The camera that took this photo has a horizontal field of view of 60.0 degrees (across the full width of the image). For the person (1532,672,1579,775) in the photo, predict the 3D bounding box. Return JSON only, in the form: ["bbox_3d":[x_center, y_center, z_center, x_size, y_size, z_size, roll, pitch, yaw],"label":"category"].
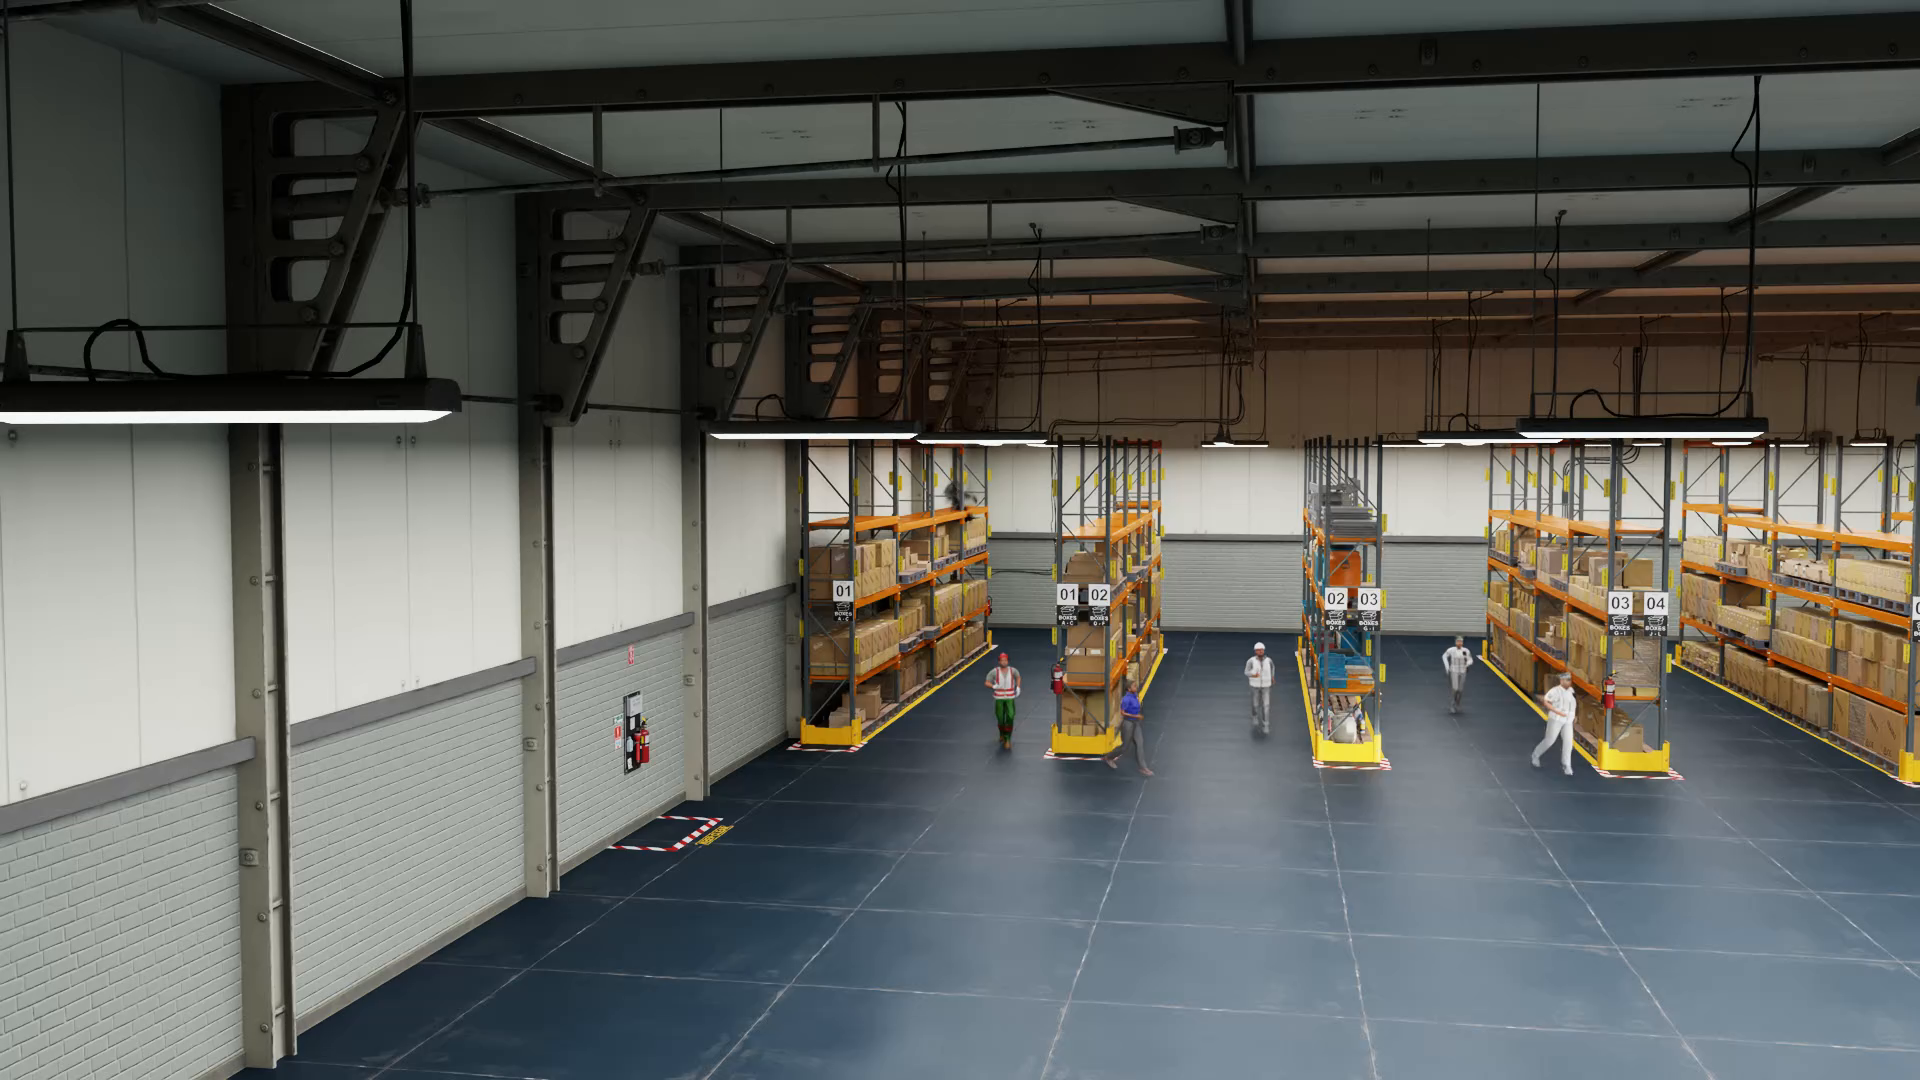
[{"bbox_3d":[10.746,3.233,29.680,0.737,1.768,0.961,-1,3,-16],"label":"person"}]

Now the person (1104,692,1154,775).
[{"bbox_3d":[2.986,3.402,29.349,0.940,1.451,0.539,2,4,34],"label":"person"}]

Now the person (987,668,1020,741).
[{"bbox_3d":[0.838,3.161,32.144,0.657,1.399,0.690,0,3,-4],"label":"person"}]

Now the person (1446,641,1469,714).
[{"bbox_3d":[10.858,2.952,36.295,0.441,1.690,0.713,0,3,4],"label":"person"}]

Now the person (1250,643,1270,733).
[{"bbox_3d":[6.107,2.977,33.855,0.411,1.778,0.963,0,3,2],"label":"person"}]
